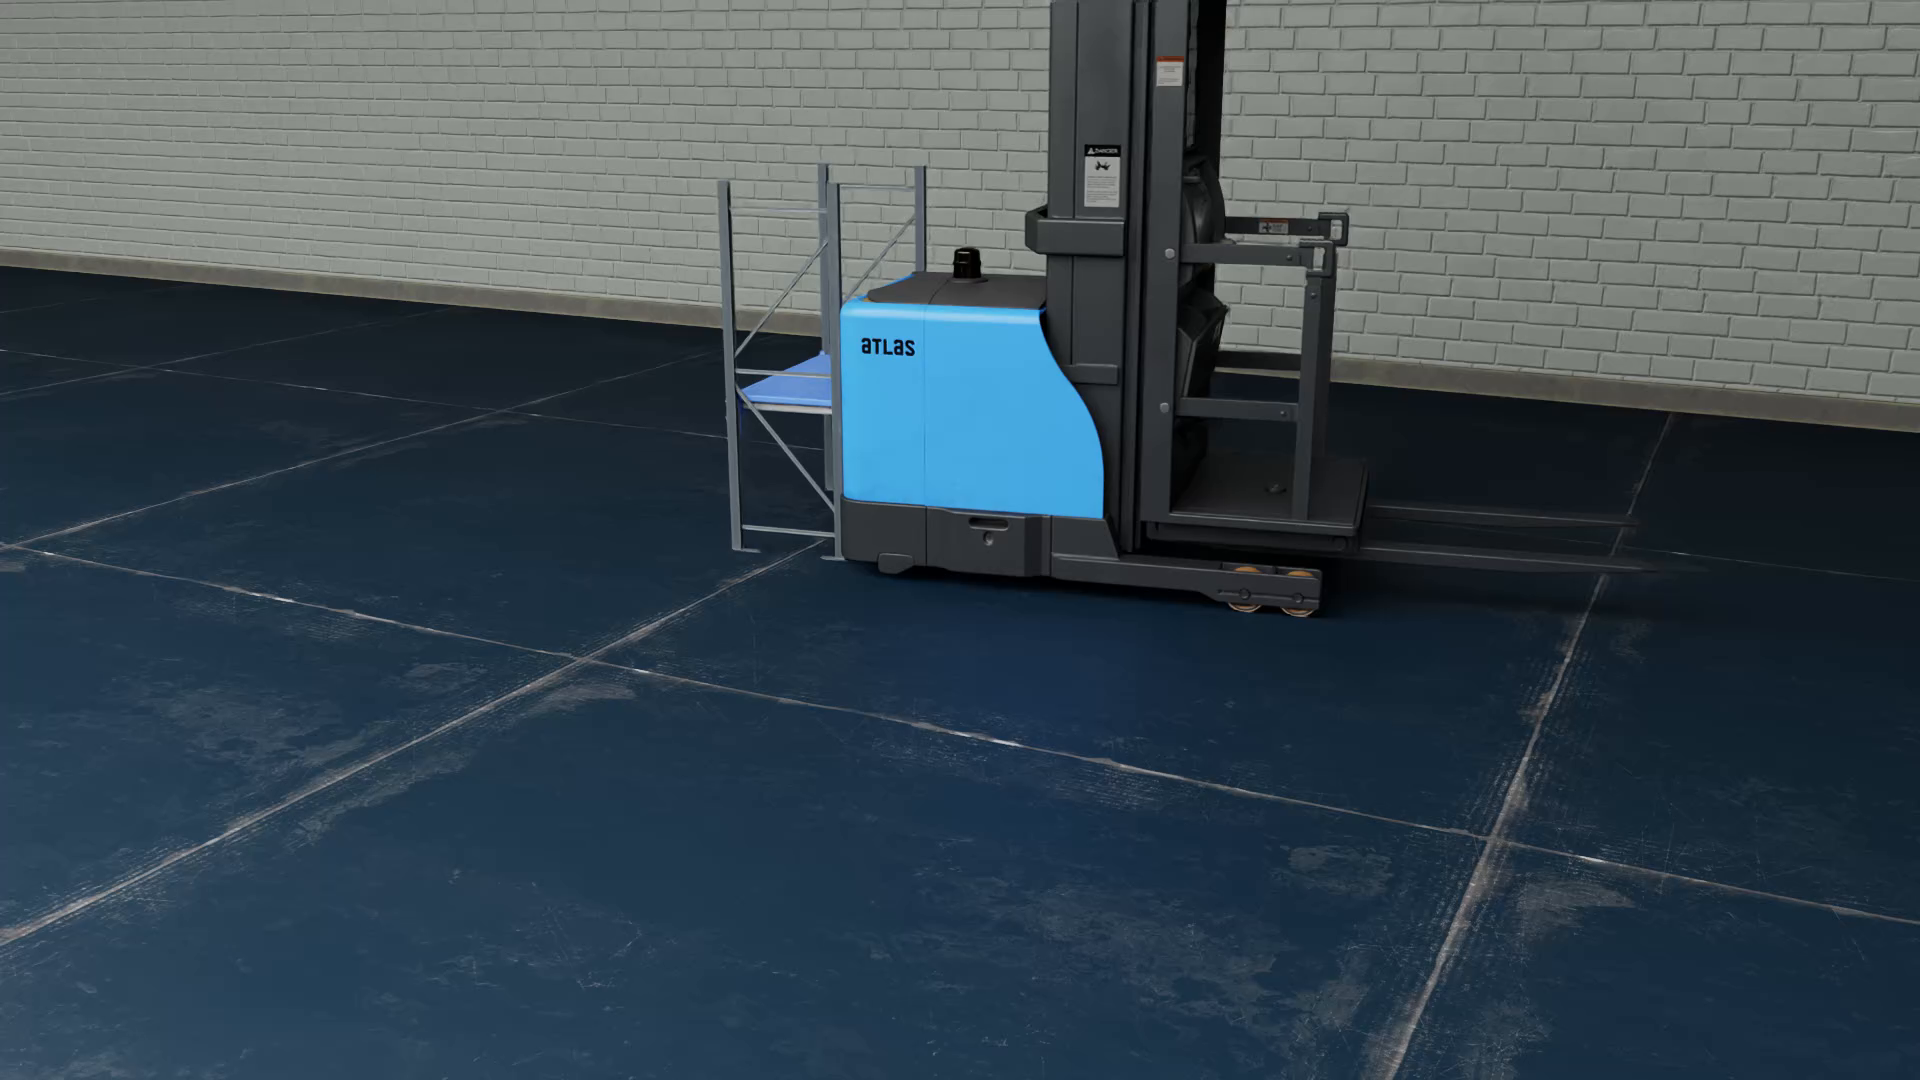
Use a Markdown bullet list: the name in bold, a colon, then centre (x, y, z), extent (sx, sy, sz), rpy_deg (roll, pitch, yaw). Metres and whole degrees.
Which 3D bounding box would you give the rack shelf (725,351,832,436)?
- **rack shelf**: centre (-0.544, -0.622, 7.115), extent (0.538, 0.185, 1.000), rpy_deg (5, 17, 17)

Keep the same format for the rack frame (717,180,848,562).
- **rack frame**: centre (-0.699, -0.657, 6.600), extent (0.500, 1.500, 0.032), rpy_deg (5, 17, 17)

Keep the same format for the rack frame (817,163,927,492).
- **rack frame**: centre (-0.389, -0.932, 7.528), extent (0.500, 1.500, 0.032), rpy_deg (5, 17, 17)

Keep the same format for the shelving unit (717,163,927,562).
- **shelving unit**: centre (-0.544, -0.795, 7.064), extent (0.538, 1.500, 1.048), rpy_deg (5, 17, 17)

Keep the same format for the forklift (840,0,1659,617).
- **forklift**: centre (1.105, -1.291, 6.225), extent (3.031, 2.935, 1.130), rpy_deg (4, 17, 15)
